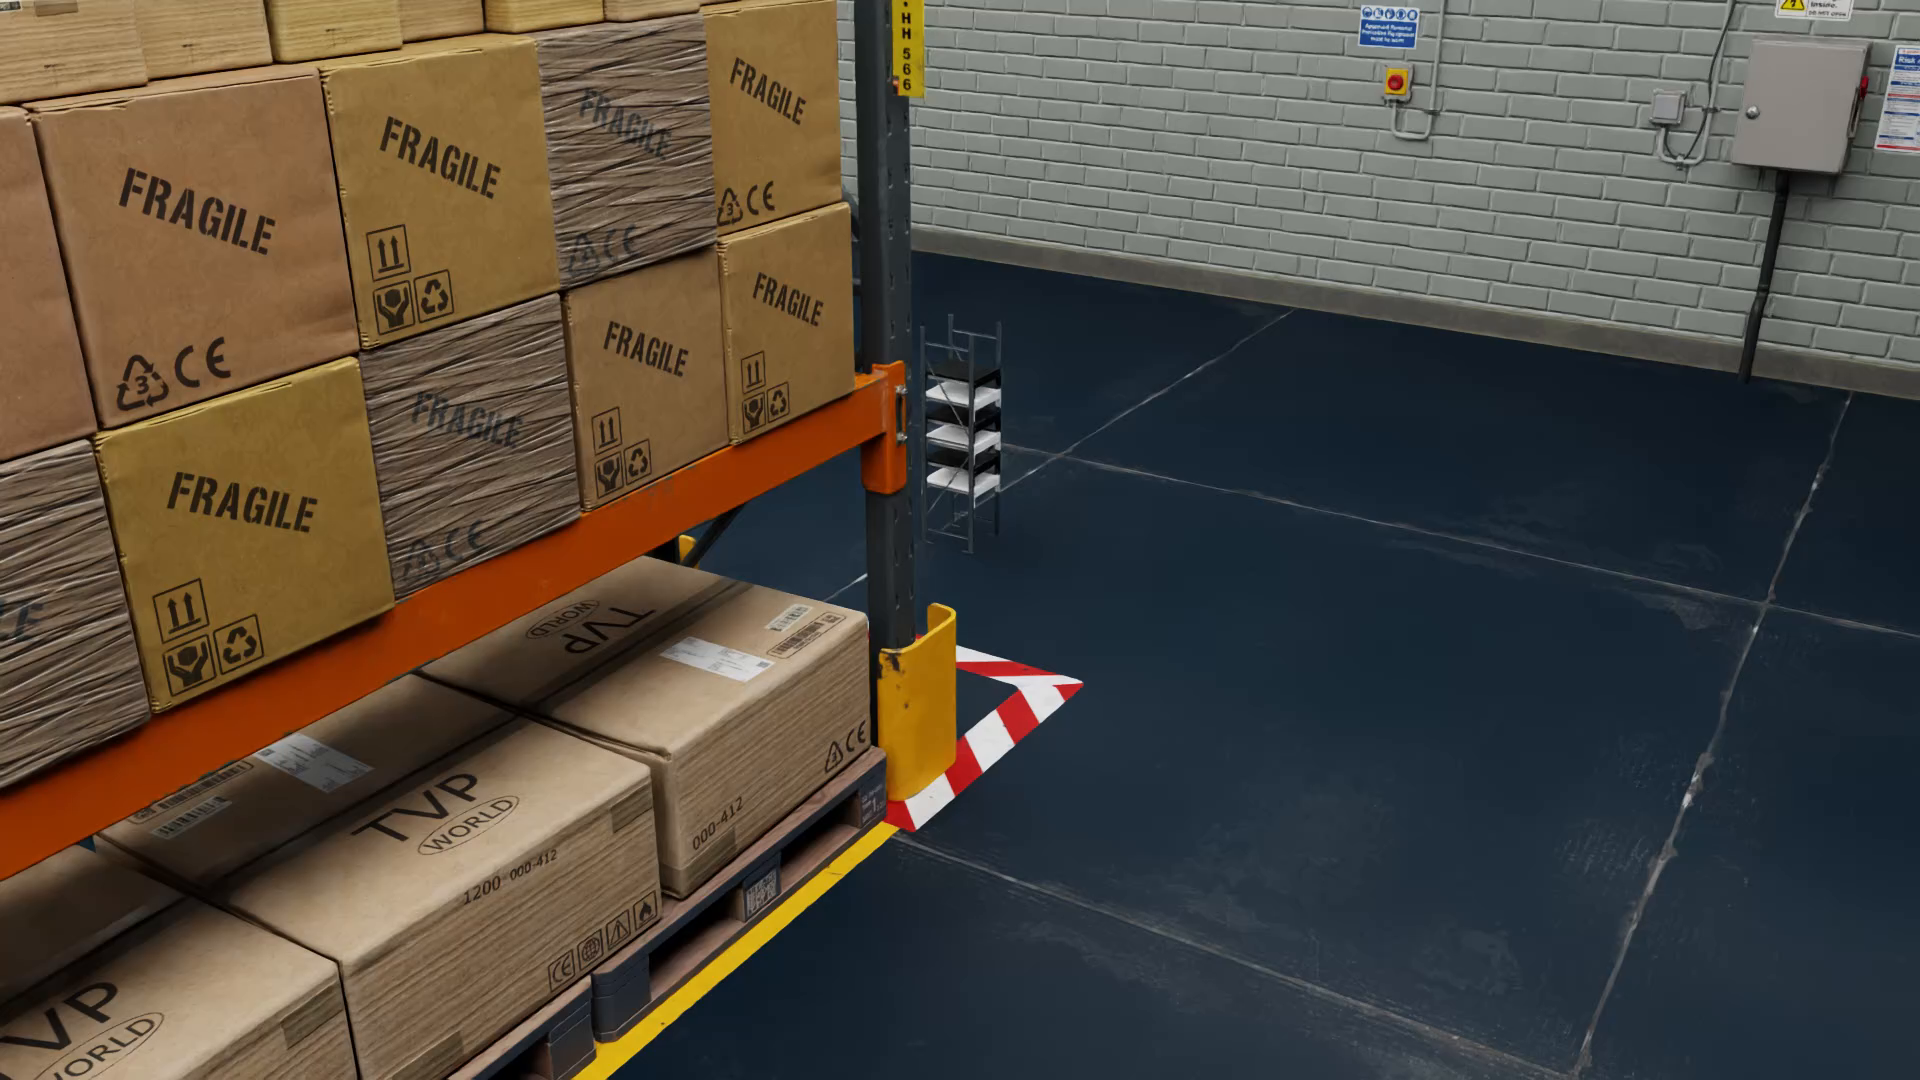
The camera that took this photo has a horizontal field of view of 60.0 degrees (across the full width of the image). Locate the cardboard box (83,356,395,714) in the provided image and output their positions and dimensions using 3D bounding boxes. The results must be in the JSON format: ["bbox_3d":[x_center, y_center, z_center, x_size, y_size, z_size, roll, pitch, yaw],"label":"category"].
[{"bbox_3d":[-1.418,-0.070,3.009,0.500,0.500,0.500,15,27,30],"label":"cardboard box"}]

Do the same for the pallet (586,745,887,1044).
[{"bbox_3d":[-0.942,0.805,4.625,1.003,0.211,1.213,14,27,29],"label":"pallet"}]

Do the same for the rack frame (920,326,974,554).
[{"bbox_3d":[-0.049,-0.381,6.498,0.240,0.900,0.006,14,27,29],"label":"rack frame"}]

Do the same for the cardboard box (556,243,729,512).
[{"bbox_3d":[-0.894,-0.422,3.824,0.500,0.500,0.500,13,27,28],"label":"cardboard box"}]

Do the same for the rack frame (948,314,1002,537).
[{"bbox_3d":[0.058,-0.450,6.657,0.240,0.900,0.006,14,27,29],"label":"rack frame"}]

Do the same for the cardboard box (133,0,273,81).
[{"bbox_3d":[-1.387,-0.873,2.791,0.380,0.149,0.250,15,27,31],"label":"cardboard box"}]

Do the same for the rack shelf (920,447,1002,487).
[{"bbox_3d":[0.004,-0.303,6.627,0.258,0.077,0.200,14,27,29],"label":"rack shelf"}]

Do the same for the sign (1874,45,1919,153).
[{"bbox_3d":[4.604,-2.102,7.950,0.329,0.494,0.001,14,27,29],"label":"sign"}]

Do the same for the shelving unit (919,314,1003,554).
[{"bbox_3d":[0.004,-0.416,6.578,0.258,0.900,0.210,14,27,29],"label":"shelving unit"}]

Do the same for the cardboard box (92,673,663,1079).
[{"bbox_3d":[-1.326,0.777,3.877,0.875,0.438,0.875,15,27,30],"label":"cardboard box"}]

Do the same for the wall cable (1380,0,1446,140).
[{"bbox_3d":[2.368,-3.150,8.931,0.585,1.953,0.123,14,27,29],"label":"wall cable"}]

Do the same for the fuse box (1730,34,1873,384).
[{"bbox_3d":[4.075,-1.588,8.265,0.539,1.711,0.414,14,27,29],"label":"fuse box"}]

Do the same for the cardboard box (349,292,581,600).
[{"bbox_3d":[-1.157,-0.247,3.418,0.500,0.500,0.500,15,27,30],"label":"cardboard box"}]

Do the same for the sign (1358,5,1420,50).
[{"bbox_3d":[2.359,-2.824,9.157,0.327,0.218,0.001,14,27,29],"label":"sign"}]

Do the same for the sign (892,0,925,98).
[{"bbox_3d":[-0.133,-1.283,4.181,0.100,0.325,0.005,14,27,29],"label":"sign"}]

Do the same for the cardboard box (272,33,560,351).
[{"bbox_3d":[-1.153,-0.704,3.217,0.500,0.500,0.500,14,27,29],"label":"cardboard box"}]

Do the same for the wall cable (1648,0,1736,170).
[{"bbox_3d":[3.579,-2.842,8.260,0.588,1.984,0.122,14,27,29],"label":"wall cable"}]

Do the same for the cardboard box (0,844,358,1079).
[{"bbox_3d":[-1.803,1.081,3.175,0.875,0.438,0.875,13,27,27],"label":"cardboard box"}]

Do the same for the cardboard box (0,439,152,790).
[{"bbox_3d":[-1.690,0.104,2.608,0.500,0.500,0.500,14,27,29],"label":"cardboard box"}]

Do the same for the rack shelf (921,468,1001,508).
[{"bbox_3d":[0.004,-0.220,6.662,0.258,0.077,0.200,14,27,29],"label":"rack shelf"}]

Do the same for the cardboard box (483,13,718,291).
[{"bbox_3d":[-0.890,-0.870,3.601,0.500,0.500,0.500,14,27,29],"label":"cardboard box"}]

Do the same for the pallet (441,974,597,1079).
[{"bbox_3d":[-1.586,1.215,3.677,1.003,0.211,1.213,14,27,29],"label":"pallet"}]

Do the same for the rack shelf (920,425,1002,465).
[{"bbox_3d":[0.004,-0.385,6.591,0.258,0.077,0.200,14,27,29],"label":"rack shelf"}]

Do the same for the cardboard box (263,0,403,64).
[{"bbox_3d":[-1.232,-0.958,2.986,0.380,0.149,0.250,15,27,30],"label":"cardboard box"}]

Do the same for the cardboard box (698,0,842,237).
[{"bbox_3d":[-0.639,-1.053,4.022,0.500,0.500,0.500,15,28,31],"label":"cardboard box"}]

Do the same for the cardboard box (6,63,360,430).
[{"bbox_3d":[-1.420,-0.535,2.826,0.500,0.500,0.500,14,27,29],"label":"cardboard box"}]

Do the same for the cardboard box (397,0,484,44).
[{"bbox_3d":[-1.150,-1.055,3.210,0.380,0.149,0.250,14,27,28],"label":"cardboard box"}]

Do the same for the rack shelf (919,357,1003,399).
[{"bbox_3d":[0.004,-0.633,6.484,0.258,0.077,0.200,14,27,29],"label":"rack shelf"}]

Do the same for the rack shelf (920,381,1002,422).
[{"bbox_3d":[0.004,-0.550,6.519,0.258,0.077,0.200,14,27,29],"label":"rack shelf"}]

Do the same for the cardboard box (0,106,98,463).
[{"bbox_3d":[-1.688,-0.365,2.434,0.500,0.500,0.500,14,27,30],"label":"cardboard box"}]

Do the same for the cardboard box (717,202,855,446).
[{"bbox_3d":[-0.616,-0.589,4.208,0.500,0.500,0.500,14,27,29],"label":"cardboard box"}]

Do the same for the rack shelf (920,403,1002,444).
[{"bbox_3d":[0.004,-0.468,6.555,0.258,0.077,0.200,14,27,29],"label":"rack shelf"}]

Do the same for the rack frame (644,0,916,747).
[{"bbox_3d":[-0.587,-0.761,4.732,1.000,3.000,0.127,14,27,29],"label":"rack frame"}]

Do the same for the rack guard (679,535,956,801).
[{"bbox_3d":[-0.574,0.378,5.247,1.175,0.500,0.348,14,27,29],"label":"rack guard"}]

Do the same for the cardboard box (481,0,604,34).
[{"bbox_3d":[-0.952,-1.128,3.380,0.380,0.149,0.250,15,27,30],"label":"cardboard box"}]

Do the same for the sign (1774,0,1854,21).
[{"bbox_3d":[4.138,-2.640,8.033,0.339,0.242,0.001,14,27,29],"label":"sign"}]

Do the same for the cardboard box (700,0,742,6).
[{"bbox_3d":[-0.719,-1.310,3.798,0.380,0.149,0.250,14,27,30],"label":"cardboard box"}]

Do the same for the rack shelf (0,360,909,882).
[{"bbox_3d":[-1.642,0.244,3.316,1.077,0.370,4.000,14,27,29],"label":"rack shelf"}]

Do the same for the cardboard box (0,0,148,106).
[{"bbox_3d":[-1.490,-0.776,2.565,0.380,0.149,0.250,14,27,29],"label":"cardboard box"}]

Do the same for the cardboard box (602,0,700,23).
[{"bbox_3d":[-0.784,-1.205,3.556,0.380,0.149,0.250,14,27,28],"label":"cardboard box"}]

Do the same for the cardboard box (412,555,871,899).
[{"bbox_3d":[-0.850,0.466,4.595,0.875,0.438,0.875,13,27,27],"label":"cardboard box"}]
